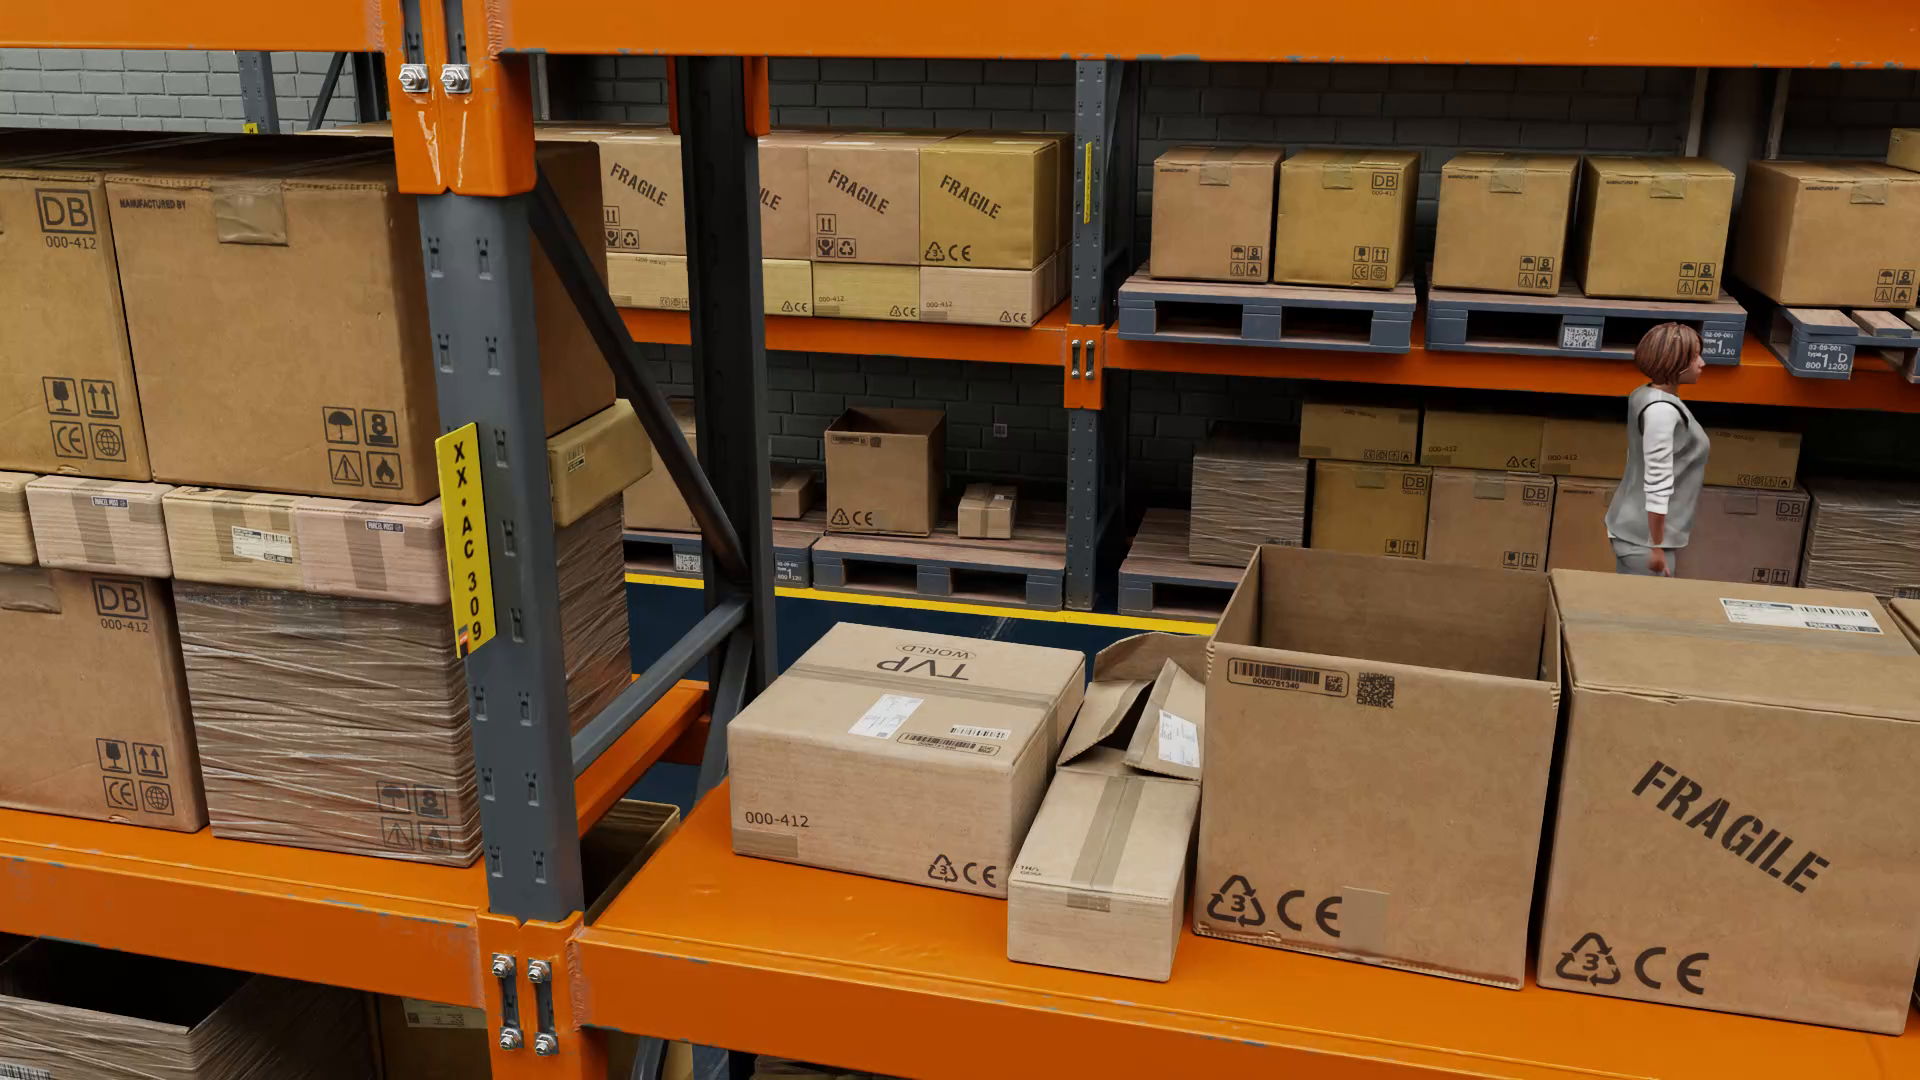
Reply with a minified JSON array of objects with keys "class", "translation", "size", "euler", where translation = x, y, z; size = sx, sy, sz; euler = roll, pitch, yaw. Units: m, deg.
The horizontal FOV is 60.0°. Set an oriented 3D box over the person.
[{"class":"person","translation":[2.523,-0.001,6.070],"size":[0.330,1.602,0.409],"euler":[4,19,12]}]
